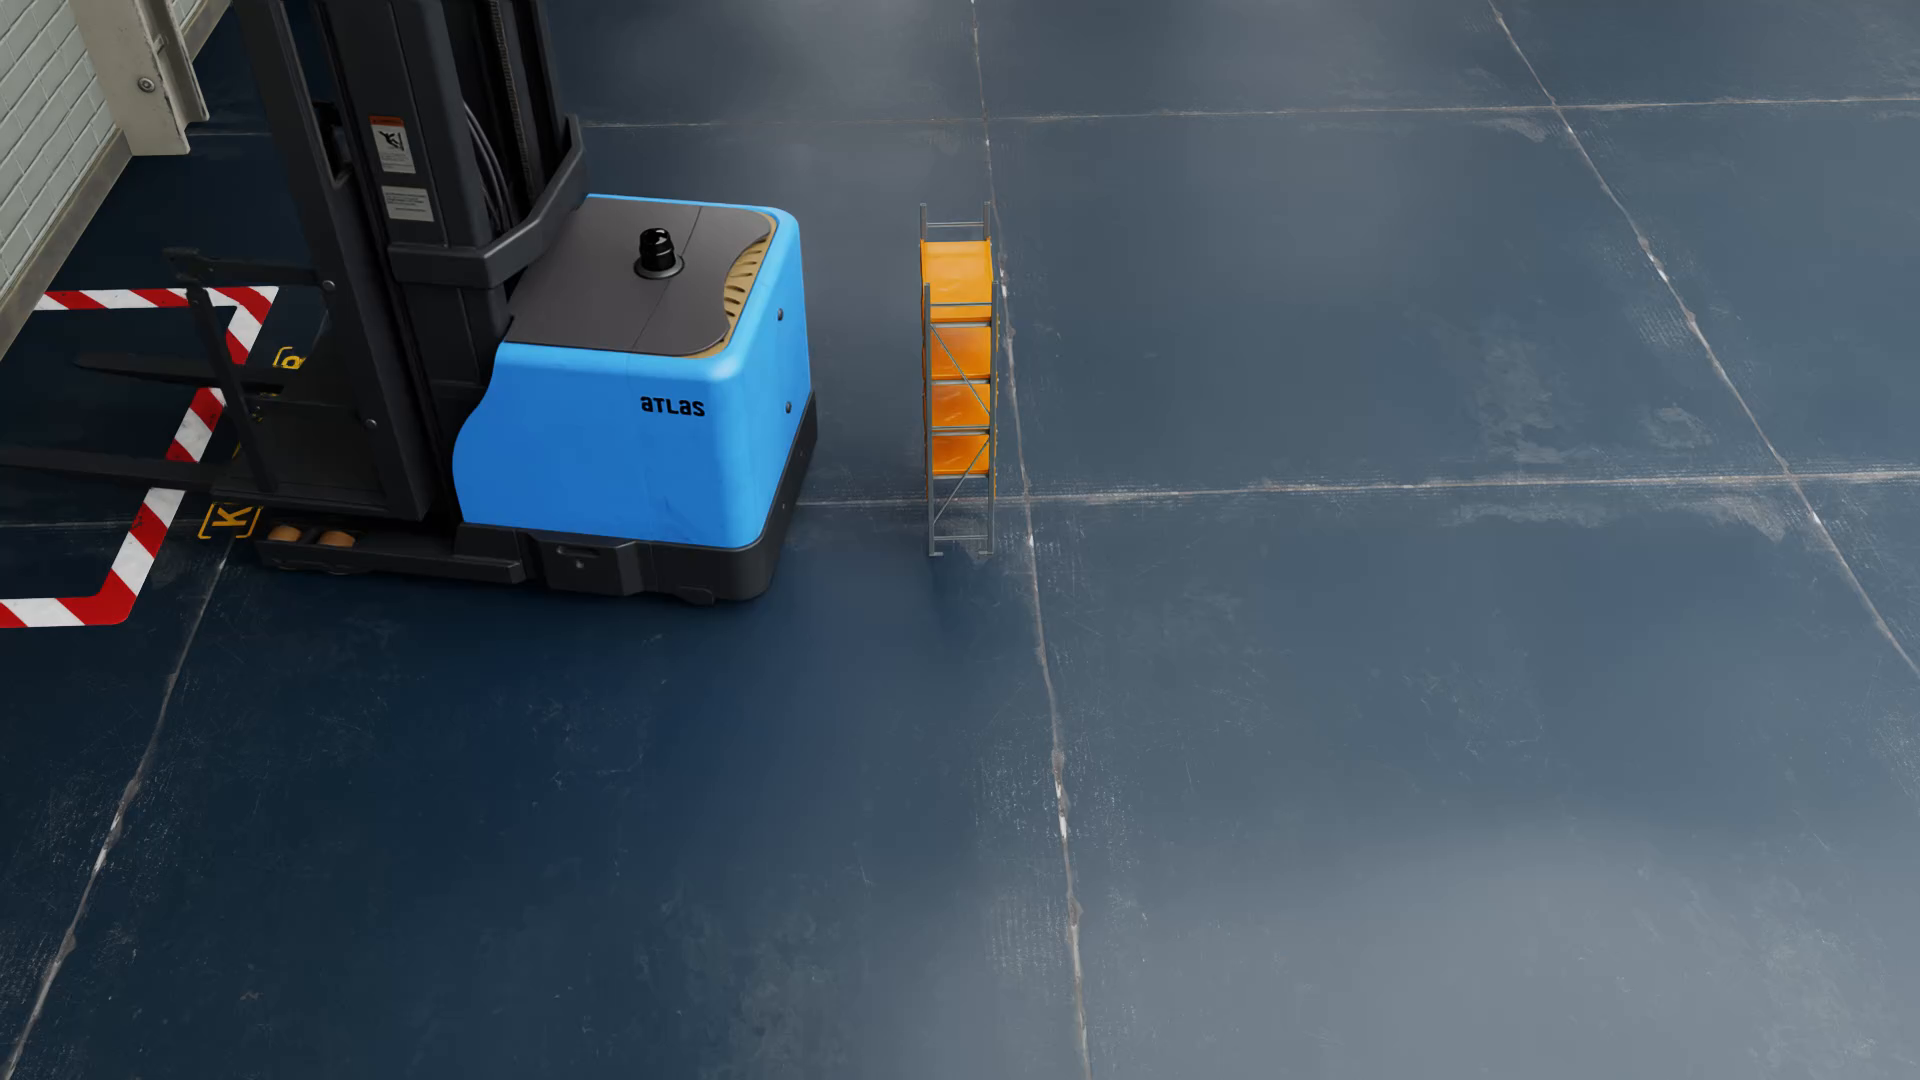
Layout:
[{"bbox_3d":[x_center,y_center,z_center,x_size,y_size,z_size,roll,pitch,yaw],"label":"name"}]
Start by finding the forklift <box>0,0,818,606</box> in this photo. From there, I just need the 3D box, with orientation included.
[{"bbox_3d":[-2.123,-1.299,5.498,3.031,2.935,1.130,6,43,6],"label":"forklift"}]

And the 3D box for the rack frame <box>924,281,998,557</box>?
[{"bbox_3d":[0.003,-0.389,5.787,0.240,1.200,0.015,-2,43,-2],"label":"rack frame"}]

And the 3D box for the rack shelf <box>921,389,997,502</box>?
[{"bbox_3d":[-0.007,-0.358,6.146,0.258,0.148,0.480,-2,43,-2],"label":"rack shelf"}]

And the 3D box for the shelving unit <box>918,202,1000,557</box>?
[{"bbox_3d":[-0.007,-0.554,5.966,0.258,1.200,0.503,-2,43,-2],"label":"shelving unit"}]

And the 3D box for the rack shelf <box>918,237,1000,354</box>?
[{"bbox_3d":[-0.007,-0.844,5.701,0.258,0.148,0.480,-2,43,-2],"label":"rack shelf"}]

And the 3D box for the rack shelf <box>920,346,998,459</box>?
[{"bbox_3d":[-0.007,-0.504,6.012,0.258,0.148,0.480,-2,43,-2],"label":"rack shelf"}]

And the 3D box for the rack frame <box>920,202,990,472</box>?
[{"bbox_3d":[-0.017,-0.719,6.146,0.240,1.200,0.015,-2,43,-2],"label":"rack frame"}]

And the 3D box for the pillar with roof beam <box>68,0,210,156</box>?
[{"bbox_3d":[0.250,-5.512,5.603,9.100,9.000,0.400,-2,43,-2],"label":"pillar with roof beam"}]

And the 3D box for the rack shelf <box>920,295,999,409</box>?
[{"bbox_3d":[-0.007,-0.669,5.861,0.258,0.148,0.480,-2,43,-2],"label":"rack shelf"}]
